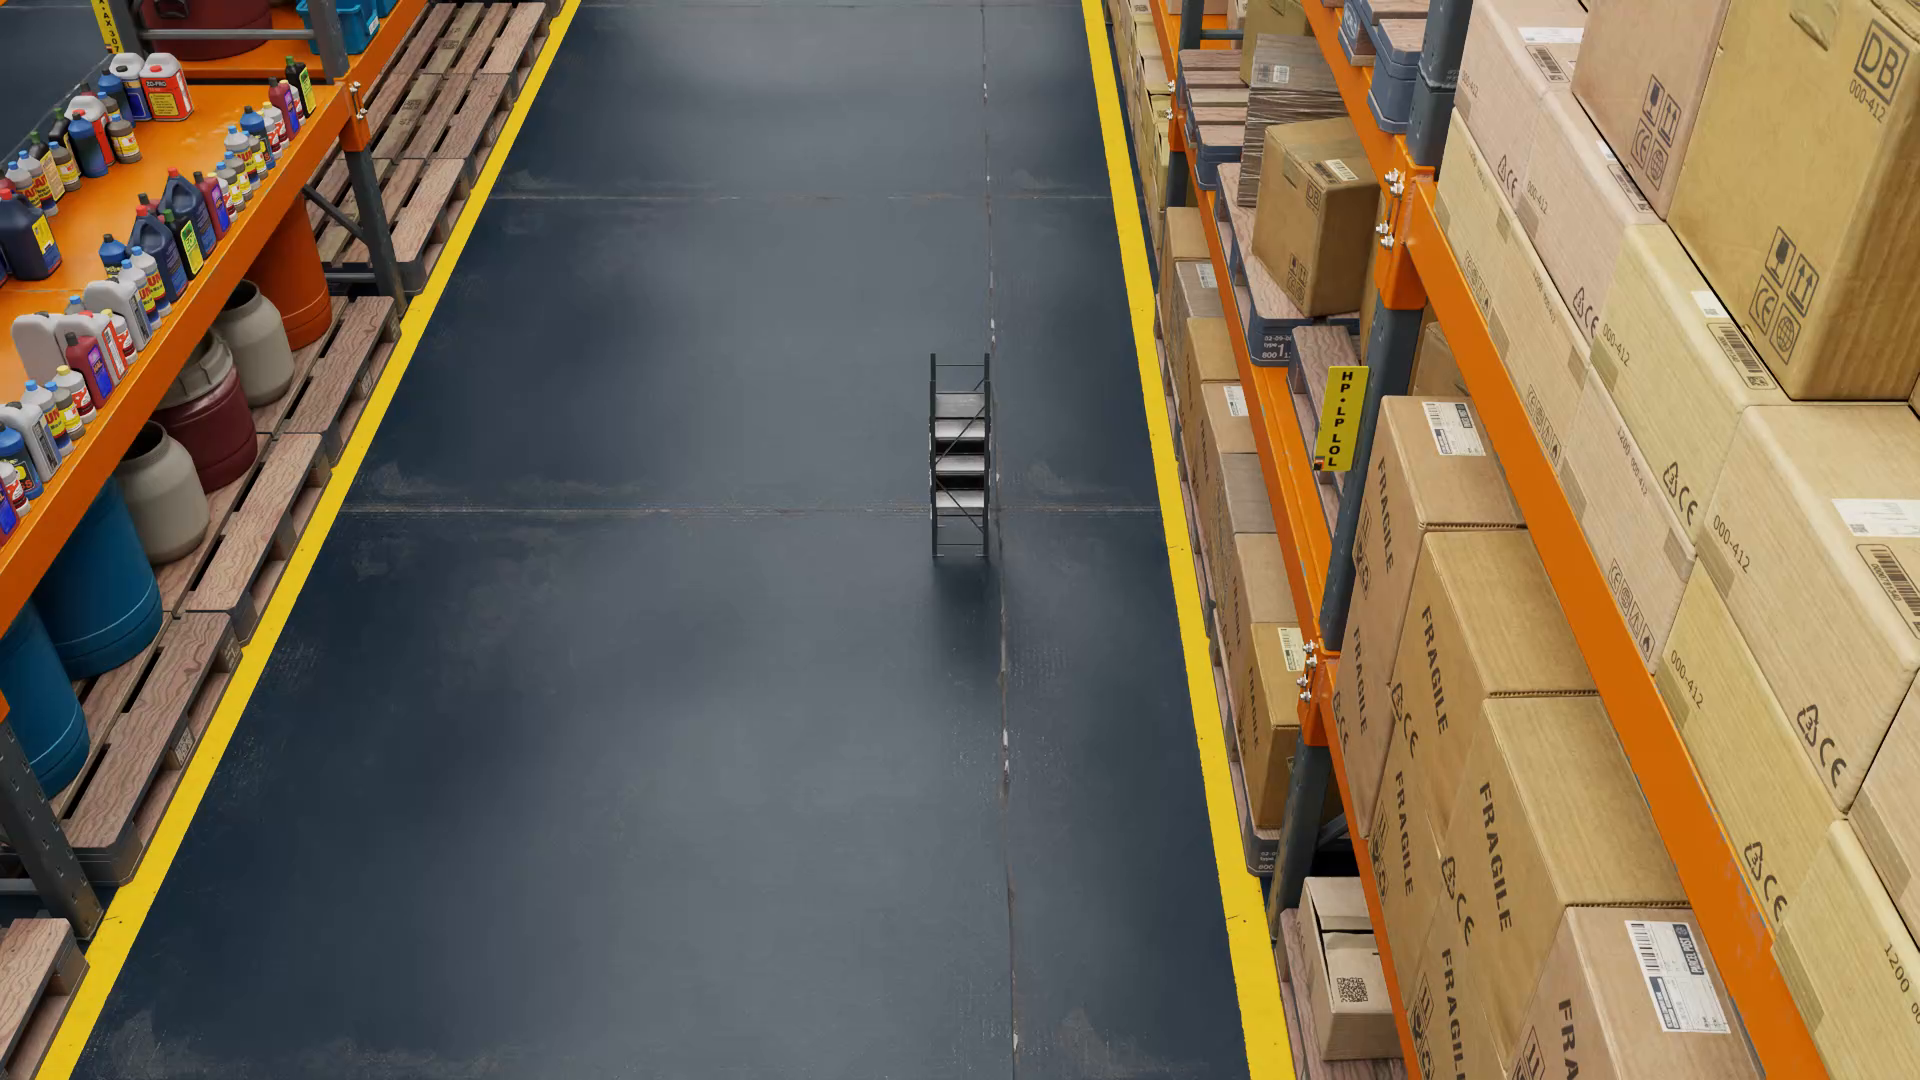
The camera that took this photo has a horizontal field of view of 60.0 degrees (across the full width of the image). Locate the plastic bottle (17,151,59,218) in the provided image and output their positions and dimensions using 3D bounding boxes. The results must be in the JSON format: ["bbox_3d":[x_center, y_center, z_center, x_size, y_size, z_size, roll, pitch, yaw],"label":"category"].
[{"bbox_3d":[-3.765,-1.452,6.766,0.097,0.271,0.097,0,39,0],"label":"plastic bottle"}]

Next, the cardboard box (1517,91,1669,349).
[{"bbox_3d":[1.296,-0.553,2.863,0.500,0.250,0.500,0,39,0],"label":"cardboard box"}]

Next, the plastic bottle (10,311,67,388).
[{"bbox_3d":[-3.184,-0.682,5.801,0.152,0.276,0.135,0,39,0],"label":"plastic bottle"}]

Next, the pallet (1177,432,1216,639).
[{"bbox_3d":[1.499,-0.048,7.141,1.003,0.211,1.213,0,39,0],"label":"pallet"}]

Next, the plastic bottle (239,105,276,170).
[{"bbox_3d":[-3.007,-1.722,7.103,0.097,0.271,0.097,0,39,0],"label":"plastic bottle"}]

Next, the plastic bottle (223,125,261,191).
[{"bbox_3d":[-3.007,-1.600,6.951,0.097,0.271,0.097,0,39,0],"label":"plastic bottle"}]

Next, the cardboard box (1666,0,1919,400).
[{"bbox_3d":[1.446,-0.533,2.238,0.700,0.500,0.500,0,39,0],"label":"cardboard box"}]

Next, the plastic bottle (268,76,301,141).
[{"bbox_3d":[-2.989,-1.920,7.341,0.061,0.283,0.133,0,39,0],"label":"plastic bottle"}]

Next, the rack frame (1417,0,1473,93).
[{"bbox_3d":[1.542,-2.204,2.804,1.000,3.000,0.127,0,39,0],"label":"rack frame"}]

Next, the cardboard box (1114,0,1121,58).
[{"bbox_3d":[1.284,-3.384,10.937,0.500,0.250,0.500,1,39,1],"label":"cardboard box"}]

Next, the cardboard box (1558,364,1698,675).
[{"bbox_3d":[1.290,-0.045,2.629,0.500,0.250,0.500,0,39,0],"label":"cardboard box"}]

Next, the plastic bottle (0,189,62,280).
[{"bbox_3d":[-3.589,-1.190,6.376,0.144,0.351,0.185,0,39,0],"label":"plastic bottle"}]

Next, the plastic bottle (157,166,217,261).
[{"bbox_3d":[-3.029,-1.277,6.484,0.144,0.351,0.185,0,39,0],"label":"plastic bottle"}]

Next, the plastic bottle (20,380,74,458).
[{"bbox_3d":[-3.004,-0.402,5.456,0.097,0.271,0.097,0,39,0],"label":"plastic bottle"}]

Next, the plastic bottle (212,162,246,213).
[{"bbox_3d":[-3.006,-1.451,6.821,0.097,0.201,0.097,0,39,0],"label":"plastic bottle"}]

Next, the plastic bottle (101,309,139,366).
[{"bbox_3d":[-3.005,-0.725,5.915,0.097,0.201,0.097,0,39,0],"label":"plastic bottle"}]

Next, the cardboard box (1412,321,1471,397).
[{"bbox_3d":[1.765,-0.362,4.887,0.700,0.500,0.500,-13,40,-15],"label":"cardboard box"}]

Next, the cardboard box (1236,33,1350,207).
[{"bbox_3d":[1.461,-1.601,6.434,0.700,0.500,0.500,7,39,8],"label":"cardboard box"}]

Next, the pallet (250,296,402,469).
[{"bbox_3d":[-3.374,-0.782,8.057,1.003,0.211,1.213,0,39,0],"label":"pallet"}]

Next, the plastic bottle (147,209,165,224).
[{"bbox_3d":[-3.048,-1.151,6.381,0.061,0.283,0.133,0,39,0],"label":"plastic bottle"}]

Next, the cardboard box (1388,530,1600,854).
[{"bbox_3d":[1.262,0.326,3.566,0.500,0.500,0.500,-1,39,-1],"label":"cardboard box"}]

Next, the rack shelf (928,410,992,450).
[{"bbox_3d":[0.000,-0.461,6.871,0.258,0.077,0.200,0,39,0],"label":"rack shelf"}]

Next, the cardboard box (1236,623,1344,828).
[{"bbox_3d":[1.255,0.633,5.709,0.500,0.500,0.500,0,39,0],"label":"cardboard box"}]

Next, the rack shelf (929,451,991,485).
[{"bbox_3d":[0.000,-0.320,6.983,0.258,0.077,0.200,0,39,0],"label":"rack shelf"}]

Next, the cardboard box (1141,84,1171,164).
[{"bbox_3d":[1.283,-2.326,9.169,0.500,0.311,0.500,-1,39,-1],"label":"cardboard box"}]

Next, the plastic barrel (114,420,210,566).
[{"bbox_3d":[-3.307,-0.191,6.743,0.421,0.512,0.421,0,39,0],"label":"plastic barrel"}]

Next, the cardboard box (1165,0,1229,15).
[{"bbox_3d":[1.260,-2.828,8.582,0.380,0.149,0.250,0,39,0],"label":"cardboard box"}]

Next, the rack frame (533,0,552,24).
[{"bbox_3d":[-3.421,-4.864,10.921,1.000,3.000,0.127,0,39,0],"label":"rack frame"}]

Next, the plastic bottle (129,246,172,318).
[{"bbox_3d":[-3.005,-0.959,6.150,0.097,0.271,0.097,0,39,0],"label":"plastic bottle"}]

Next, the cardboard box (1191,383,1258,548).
[{"bbox_3d":[1.259,-0.308,6.883,0.500,0.500,0.500,-1,39,-2],"label":"cardboard box"}]

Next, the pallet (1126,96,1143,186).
[{"bbox_3d":[1.577,-2.552,10.265,1.003,0.211,1.213,0,39,0],"label":"pallet"}]

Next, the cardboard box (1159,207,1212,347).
[{"bbox_3d":[1.252,-1.276,8.090,0.500,0.500,0.500,2,39,2],"label":"cardboard box"}]

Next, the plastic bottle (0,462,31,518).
[{"bbox_3d":[-3.004,-0.169,5.221,0.097,0.201,0.097,0,39,0],"label":"plastic bottle"}]

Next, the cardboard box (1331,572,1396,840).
[{"bbox_3d":[1.270,0.417,4.251,0.500,0.500,0.500,1,39,1],"label":"cardboard box"}]

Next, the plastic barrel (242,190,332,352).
[{"bbox_3d":[-3.399,-1.374,7.965,0.600,0.830,0.708,0,39,0],"label":"plastic barrel"}]

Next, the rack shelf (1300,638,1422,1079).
[{"bbox_3d":[1.544,1.669,3.344,1.077,0.370,4.000,0,39,0],"label":"rack shelf"}]

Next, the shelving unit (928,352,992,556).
[{"bbox_3d":[0.000,-0.346,6.962,0.258,0.900,0.210,0,39,0],"label":"shelving unit"}]

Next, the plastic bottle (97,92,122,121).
[{"bbox_3d":[-3.766,-1.881,7.358,0.097,0.201,0.097,0,39,0],"label":"plastic bottle"}]

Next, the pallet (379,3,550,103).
[{"bbox_3d":[-3.381,-3.285,11.181,1.003,0.211,1.213,0,39,0],"label":"pallet"}]

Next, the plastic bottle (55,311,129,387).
[{"bbox_3d":[-3.032,-0.682,5.801,0.152,0.276,0.135,0,39,0],"label":"plastic bottle"}]

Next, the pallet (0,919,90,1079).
[{"bbox_3d":[-3.372,1.686,4.977,1.003,0.211,1.213,0,39,0],"label":"pallet"}]

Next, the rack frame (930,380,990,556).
[{"bbox_3d":[0.000,-0.282,6.883,0.240,0.900,0.006,0,39,0],"label":"rack frame"}]

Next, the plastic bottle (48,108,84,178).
[{"bbox_3d":[-3.784,-1.673,7.033,0.061,0.283,0.133,0,39,0],"label":"plastic bottle"}]

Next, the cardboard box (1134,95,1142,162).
[{"bbox_3d":[1.291,-2.421,9.735,0.500,0.250,0.500,1,39,1],"label":"cardboard box"}]

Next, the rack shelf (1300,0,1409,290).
[{"bbox_3d":[1.539,-2.003,5.528,1.077,0.370,4.000,0,39,0],"label":"rack shelf"}]

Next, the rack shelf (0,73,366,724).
[{"bbox_3d":[-3.414,-0.831,6.464,1.077,0.370,4.000,0,39,0],"label":"rack shelf"}]

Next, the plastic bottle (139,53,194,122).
[{"bbox_3d":[-3.587,-2.044,7.501,0.152,0.276,0.135,0,39,0],"label":"plastic bottle"}]

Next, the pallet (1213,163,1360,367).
[{"bbox_3d":[1.544,-1.073,6.344,1.003,0.211,1.213,0,39,0],"label":"pallet"}]

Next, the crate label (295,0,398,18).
[{"bbox_3d":[-3.147,-2.998,8.564,0.502,0.435,0.616,0,39,0],"label":"crate label"}]

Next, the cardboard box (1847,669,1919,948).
[{"bbox_3d":[1.293,0.385,1.692,0.500,0.250,0.500,0,39,0],"label":"cardboard box"}]

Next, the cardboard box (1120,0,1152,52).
[{"bbox_3d":[1.281,-3.280,10.359,0.500,0.311,0.500,-1,39,-2],"label":"cardboard box"}]
